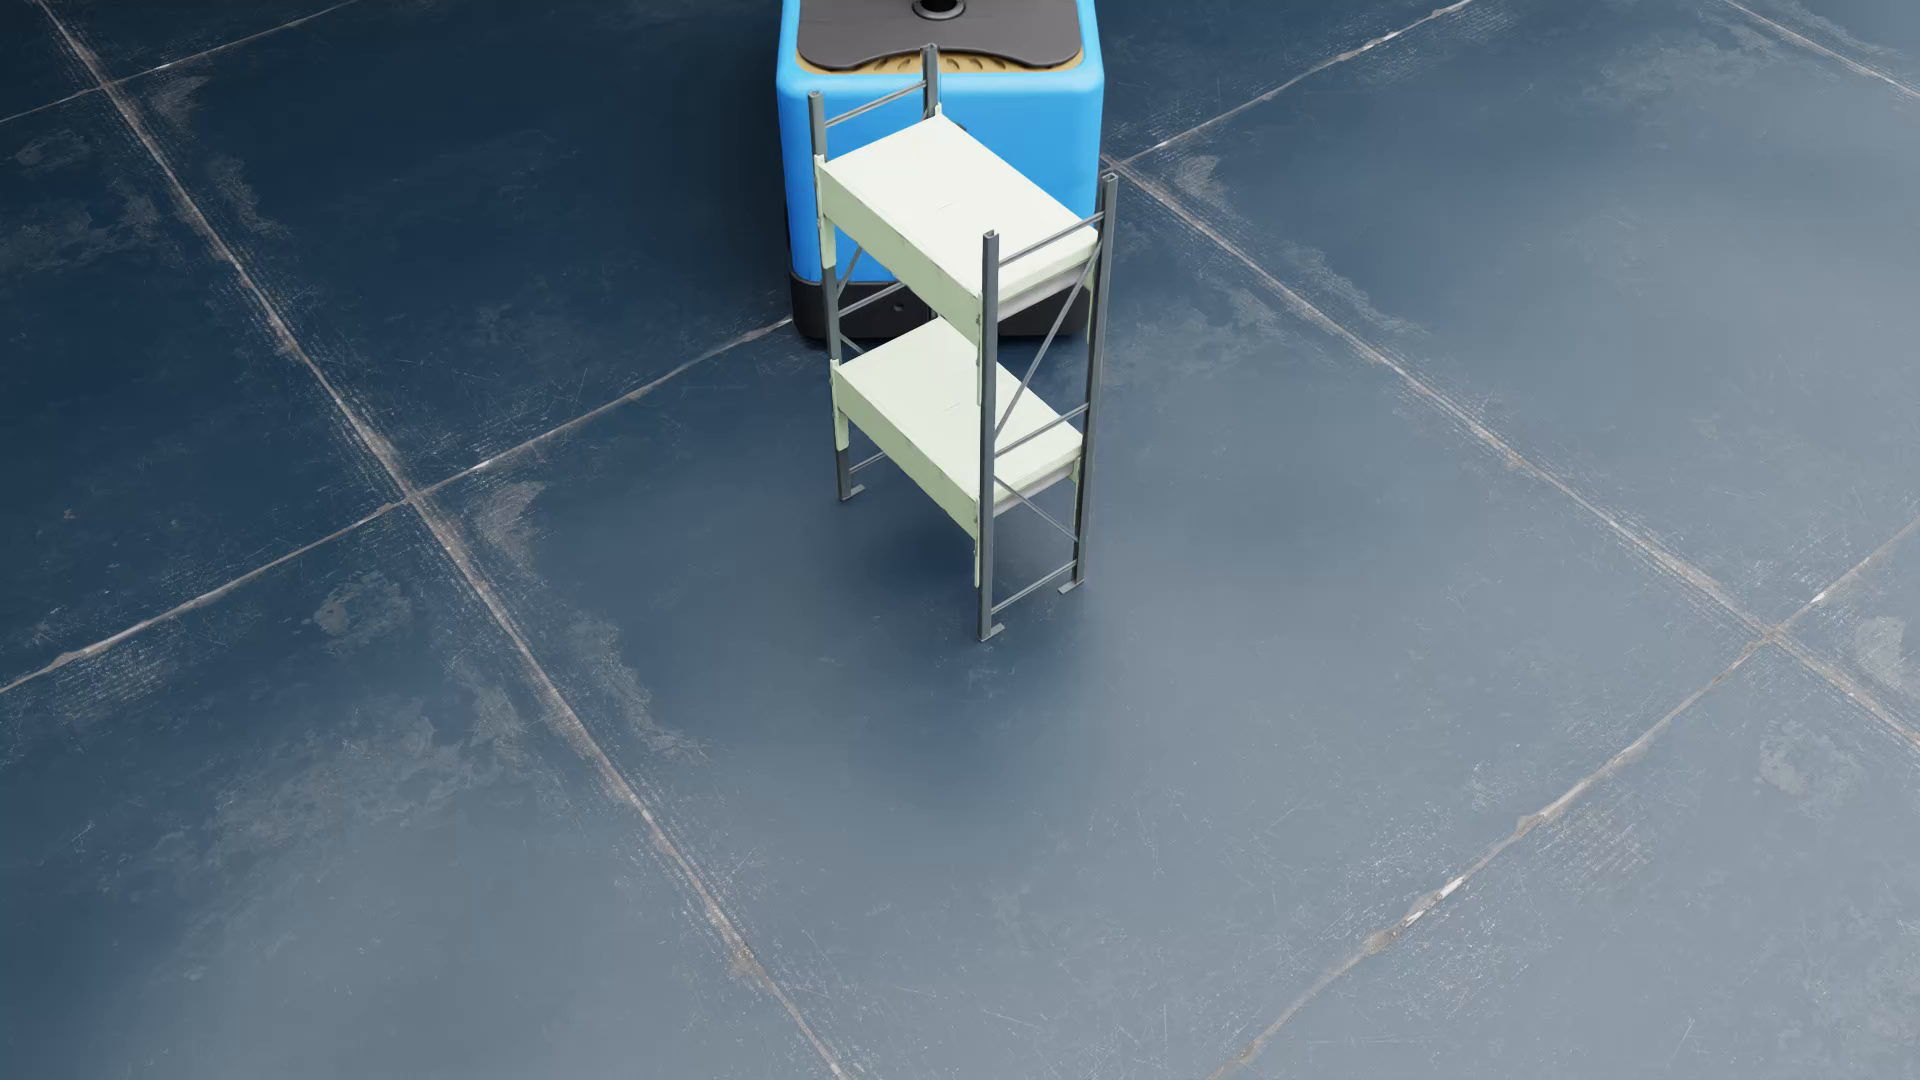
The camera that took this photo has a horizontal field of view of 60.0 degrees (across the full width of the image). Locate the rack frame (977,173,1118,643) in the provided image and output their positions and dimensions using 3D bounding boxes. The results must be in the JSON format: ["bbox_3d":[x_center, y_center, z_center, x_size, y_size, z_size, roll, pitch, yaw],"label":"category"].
[{"bbox_3d":[0.218,-0.292,4.502,0.400,1.500,0.023,-29,54,-24],"label":"rack frame"}]

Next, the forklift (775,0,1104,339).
[{"bbox_3d":[-0.093,-2.765,5.779,1.130,2.935,3.031,-1,48,-1],"label":"forklift"}]

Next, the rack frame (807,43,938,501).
[{"bbox_3d":[-0.226,-0.723,4.894,0.400,1.500,0.023,-29,54,-24],"label":"rack frame"}]

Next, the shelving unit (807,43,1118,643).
[{"bbox_3d":[-0.004,-0.508,4.698,0.431,1.500,0.755,-29,54,-24],"label":"shelving unit"}]

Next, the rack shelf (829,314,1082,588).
[{"bbox_3d":[-0.004,-0.289,4.939,0.431,0.370,0.720,-29,54,-24],"label":"rack shelf"}]

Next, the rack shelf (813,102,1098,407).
[{"bbox_3d":[-0.004,-0.770,4.409,0.431,0.370,0.720,-29,54,-24],"label":"rack shelf"}]
